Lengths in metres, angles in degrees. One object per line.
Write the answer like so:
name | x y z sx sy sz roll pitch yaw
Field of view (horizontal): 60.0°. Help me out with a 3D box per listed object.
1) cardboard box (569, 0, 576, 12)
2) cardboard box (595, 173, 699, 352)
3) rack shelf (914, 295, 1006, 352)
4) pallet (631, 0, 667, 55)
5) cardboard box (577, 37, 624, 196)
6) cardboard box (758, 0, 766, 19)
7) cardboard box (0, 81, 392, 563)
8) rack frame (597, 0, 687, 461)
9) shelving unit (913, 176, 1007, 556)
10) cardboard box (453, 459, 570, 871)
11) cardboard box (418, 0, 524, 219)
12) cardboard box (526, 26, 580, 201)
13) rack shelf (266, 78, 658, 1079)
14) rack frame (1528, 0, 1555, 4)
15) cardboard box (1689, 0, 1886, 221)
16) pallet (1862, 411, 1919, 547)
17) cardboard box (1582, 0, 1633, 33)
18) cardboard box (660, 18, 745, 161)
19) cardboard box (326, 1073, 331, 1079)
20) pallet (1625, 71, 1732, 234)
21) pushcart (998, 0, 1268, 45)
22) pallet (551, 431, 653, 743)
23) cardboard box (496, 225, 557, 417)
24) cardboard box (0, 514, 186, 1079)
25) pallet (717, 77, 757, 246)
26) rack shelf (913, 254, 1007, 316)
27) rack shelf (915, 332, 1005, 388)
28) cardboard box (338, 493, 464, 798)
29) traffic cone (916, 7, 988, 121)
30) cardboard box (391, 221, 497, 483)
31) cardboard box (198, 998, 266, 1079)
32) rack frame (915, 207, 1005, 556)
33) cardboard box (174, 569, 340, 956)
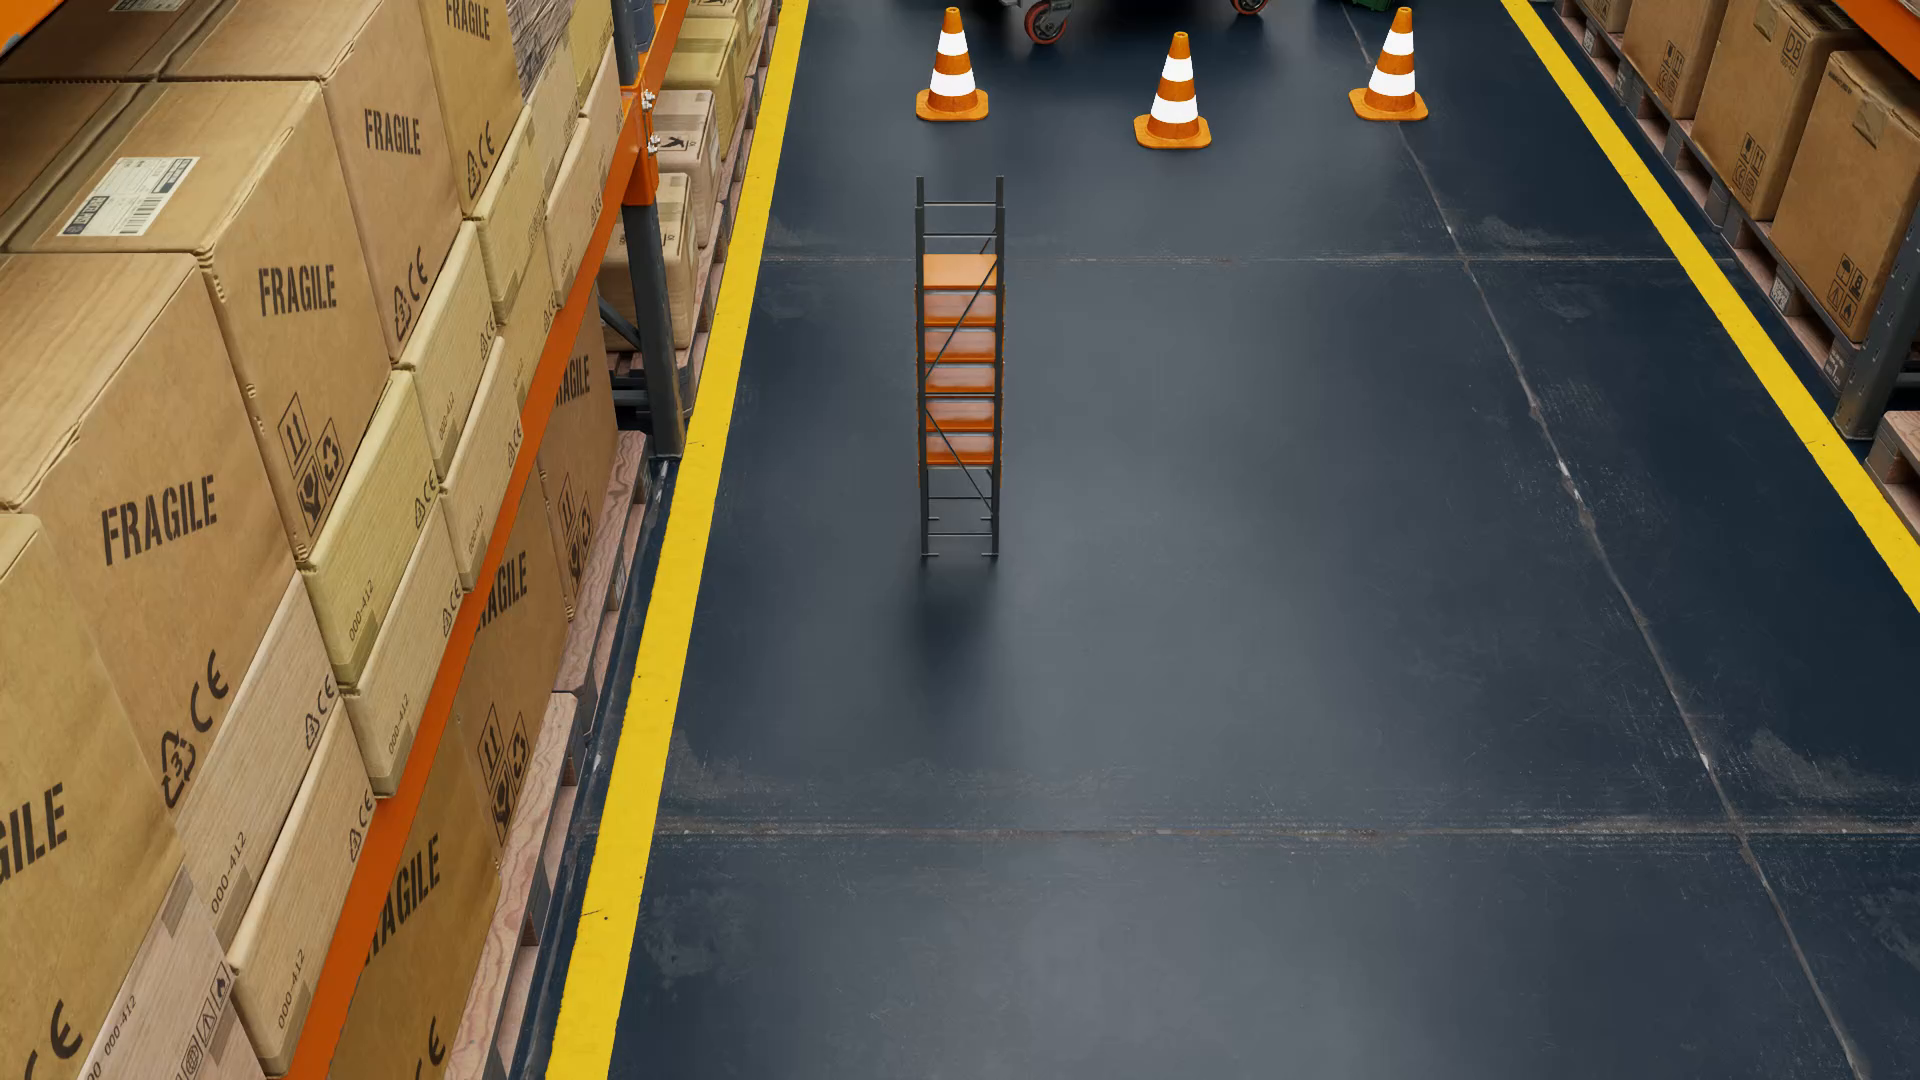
cardboard box | -1.171 -1.583 3.947 0.500 0.500 0.500 -1 39 -1
cardboard box | -1.424 -0.968 5.825 0.950 0.372 0.625 -2 39 -3
rack shelf | 0.000 -0.630 4.764 0.258 0.103 0.180 0 39 0
pallet | -1.541 -1.847 5.310 1.213 0.211 1.003 0 39 0
cardboard box | -1.173 -1.102 4.346 0.500 0.250 0.500 -1 39 -2
cardboard box | -1.435 -2.788 8.096 0.950 0.372 0.625 0 39 1
cardboard box | -1.168 -0.311 2.360 0.500 0.500 0.500 -1 39 -1
rack frame | -1.433 -1.476 4.694 1.000 3.000 0.127 0 39 0
shelving unit | 0.000 -0.477 4.886 0.258 1.200 0.189 0 39 0
cardboard box | -1.519 0.179 3.992 0.875 0.875 0.875 0 39 1
cardboard box | -1.168 -0.951 3.159 0.500 0.500 0.500 0 39 0
cardboard box | -1.174 -0.990 3.806 0.500 0.250 0.500 -1 39 -1
rack shelf | -1.431 0.055 3.358 1.077 0.370 4.000 0 39 0
rack frame | 3.512 -4.045 7.898 1.000 3.000 0.127 0 39 0
cardboard box | 3.601 -1.757 6.507 1.050 0.750 0.750 1 39 1
pallet | 3.516 0.034 5.039 1.003 0.211 1.213 0 39 0
cardboard box | 3.603 -2.942 7.986 1.050 0.750 0.750 0 39 0
cardboard box | -1.428 -1.904 6.993 0.950 0.372 0.625 1 39 1
cardboard box | -1.509 1.303 2.589 0.875 0.875 0.875 1 39 1
pallet | 3.592 -1.709 7.214 1.003 0.211 1.213 0 39 0
pushcart | 0.842 -2.988 8.676 1.648 0.377 0.936 -13 40 -16
pallet | -1.508 0.105 4.950 1.003 0.211 1.213 0 39 0
cardboard box | -1.172 -0.468 3.555 0.500 0.250 0.500 0 39 -1
cardboard box | -1.142 0.320 1.572 0.500 0.500 0.500 0 39 0
pallet | -1.431 -1.638 7.125 1.003 0.211 1.213 0 39 0
rack shelf | 0.000 -0.724 4.689 0.258 0.103 0.180 0 39 0
rack shelf | 0.000 -0.536 4.839 0.258 0.103 0.180 0 39 0
cardboard box | -1.152 0.164 2.767 0.500 0.250 0.500 0 39 0
traffic cone | -0.037 -2.213 7.642 0.336 0.463 0.334 0 39 0
cardboard box | -1.153 -0.345 3.002 0.500 0.250 0.500 -1 39 -1
cardboard box | -1.165 0.808 1.963 0.500 0.250 0.500 -1 39 -1
rack frame | 0.000 -0.420 4.815 0.240 1.200 0.006 0 39 0
cardboard box | -1.176 0.287 2.213 0.500 0.250 0.500 1 39 1
